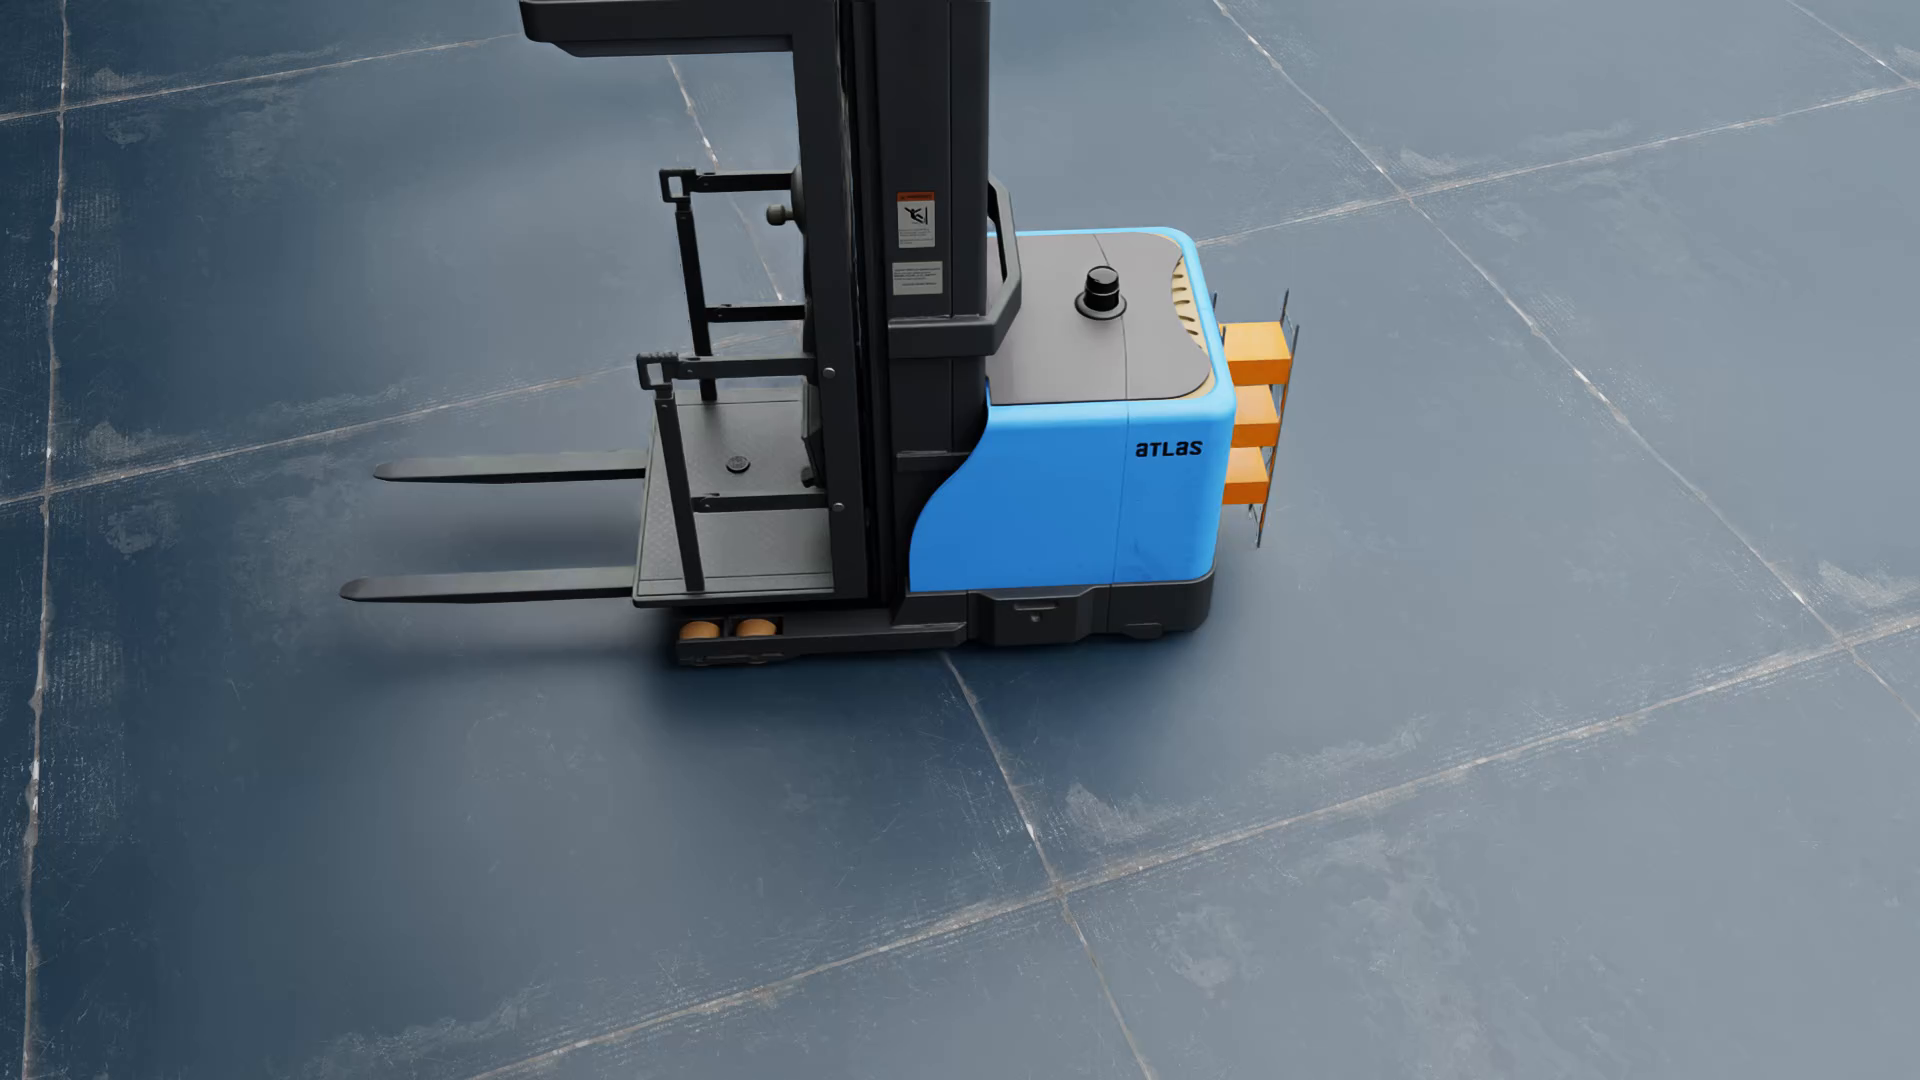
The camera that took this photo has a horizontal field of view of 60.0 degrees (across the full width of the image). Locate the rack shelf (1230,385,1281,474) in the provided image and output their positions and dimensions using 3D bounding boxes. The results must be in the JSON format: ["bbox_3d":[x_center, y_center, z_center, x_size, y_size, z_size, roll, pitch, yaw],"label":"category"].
[{"bbox_3d":[0.988,-0.396,5.918,0.240,0.259,0.215,-2,45,-2],"label":"rack shelf"}]

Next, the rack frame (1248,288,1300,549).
[{"bbox_3d":[1.110,-0.408,5.916,0.008,1.050,0.200,-2,45,-2],"label":"rack frame"}]

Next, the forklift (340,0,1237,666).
[{"bbox_3d":[-0.652,-0.982,5.159,3.031,2.935,1.130,-2,45,-2],"label":"forklift"}]

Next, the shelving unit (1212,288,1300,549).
[{"bbox_3d":[0.988,-0.403,5.911,0.252,1.050,0.215,-2,45,-2],"label":"shelving unit"}]

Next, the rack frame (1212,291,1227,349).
[{"bbox_3d":[0.867,-0.398,5.906,0.008,1.050,0.200,-2,45,-2],"label":"rack frame"}]

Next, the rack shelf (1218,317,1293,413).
[{"bbox_3d":[0.988,-0.596,5.717,0.240,0.259,0.215,-2,45,-2],"label":"rack shelf"}]

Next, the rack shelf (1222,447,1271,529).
[{"bbox_3d":[0.988,-0.200,6.115,0.240,0.259,0.215,-2,45,-2],"label":"rack shelf"}]
